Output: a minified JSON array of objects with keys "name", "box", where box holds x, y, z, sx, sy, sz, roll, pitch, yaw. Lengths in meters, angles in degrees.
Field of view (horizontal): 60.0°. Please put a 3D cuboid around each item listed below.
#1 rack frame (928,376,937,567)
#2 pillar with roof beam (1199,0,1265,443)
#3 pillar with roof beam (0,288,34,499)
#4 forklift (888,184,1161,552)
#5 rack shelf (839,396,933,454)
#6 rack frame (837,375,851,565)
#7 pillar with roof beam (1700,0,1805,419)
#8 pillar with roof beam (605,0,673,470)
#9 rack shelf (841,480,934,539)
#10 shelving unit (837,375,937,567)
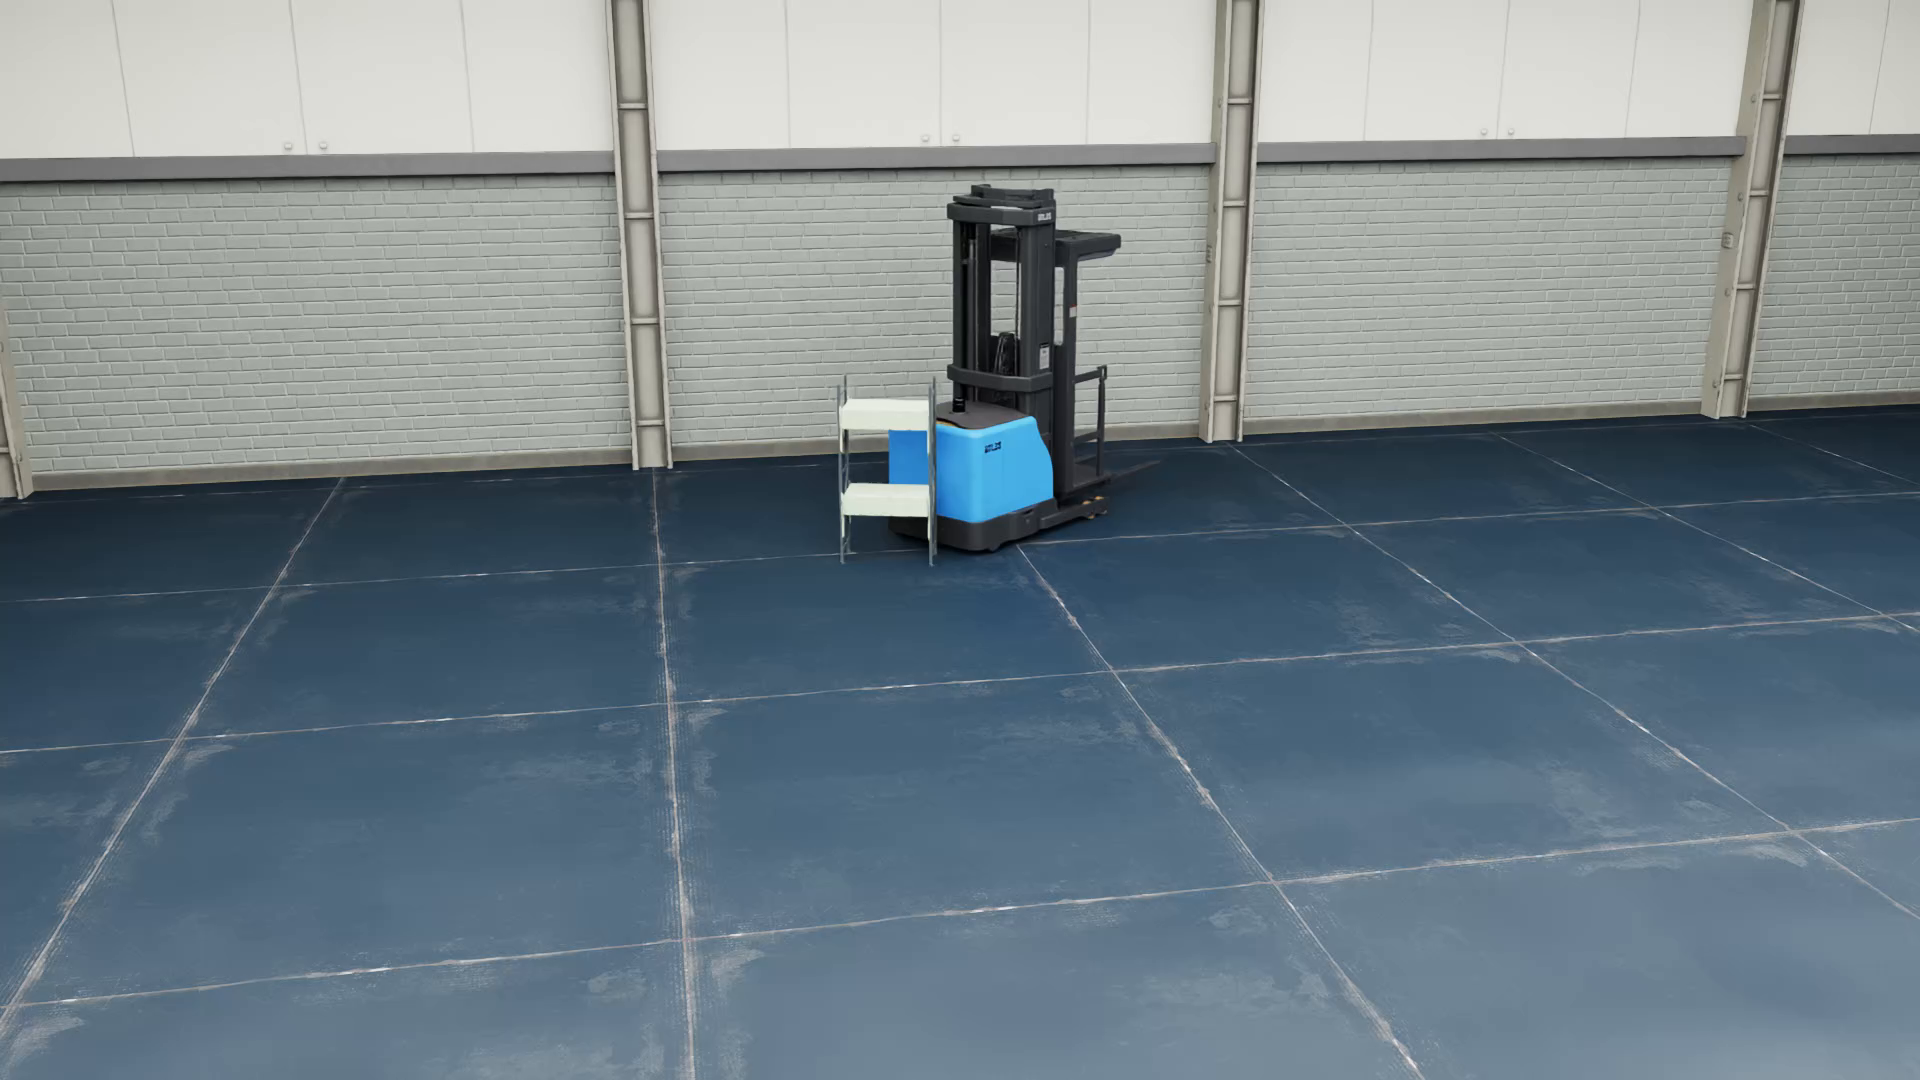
[{"name":"rack frame","box":[-0.222,-0.556,13.566,0.023,1.500,0.400,1,17,5]},{"name":"pillar with roof beam","box":[3.610,-4.149,12.495,0.400,9.000,9.100,-3,17,-10]},{"name":"pillar with roof beam","box":[-8.172,-3.481,10.318,0.400,9.000,9.100,-3,17,-10]},{"name":"forklift","box":[0.710,-1.669,14.754,1.130,2.935,3.031,14,22,38]},{"name":"rack shelf","box":[-0.587,-0.938,13.481,0.720,0.370,0.431,1,17,5]},{"name":"rack frame","box":[-0.952,-0.573,13.625,0.023,1.500,0.400,1,17,5]},{"name":"pillar with roof beam","box":[9.501,-4.484,13.583,0.400,9.000,9.100,-3,17,-10]},{"name":"pillar with roof beam","box":[-2.281,-3.815,11.406,0.400,9.000,9.100,-3,17,-10]},{"name":"rack shelf","box":[-0.587,-0.253,13.691,0.720,0.370,0.431,1,17,5]},{"name":"shelving unit","box":[-0.587,-0.565,13.595,0.755,1.500,0.431,1,17,5]}]
